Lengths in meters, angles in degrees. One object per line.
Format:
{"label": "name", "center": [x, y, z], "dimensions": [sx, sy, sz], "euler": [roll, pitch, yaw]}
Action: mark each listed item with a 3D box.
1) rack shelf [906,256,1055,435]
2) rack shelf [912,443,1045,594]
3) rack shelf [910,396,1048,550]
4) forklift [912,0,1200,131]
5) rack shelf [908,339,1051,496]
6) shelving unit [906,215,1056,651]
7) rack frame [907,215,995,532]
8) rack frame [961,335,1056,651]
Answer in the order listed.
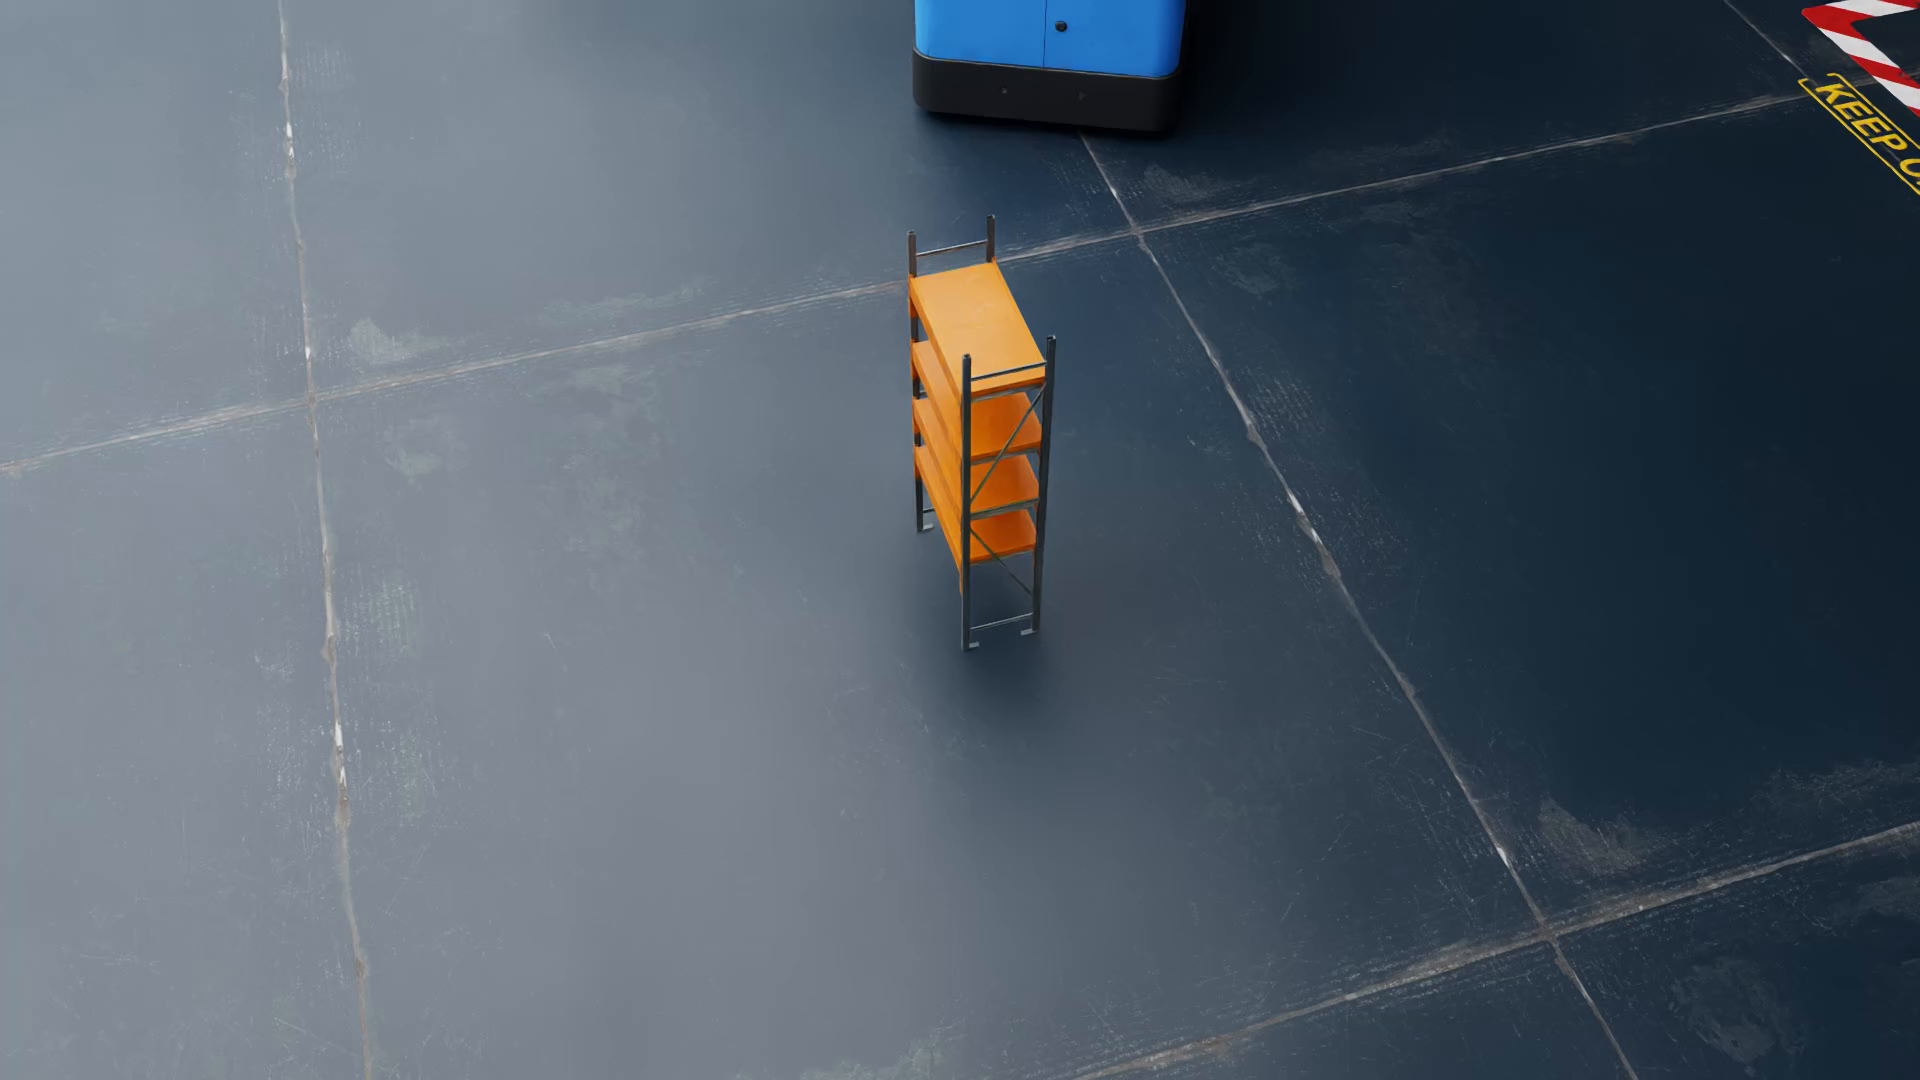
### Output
{"label": "rack shelf", "center": [0.049, -0.519, 4.389], "dimensions": [0.258, 0.148, 0.480], "euler": [-13, 51, -11]}
{"label": "rack shelf", "center": [0.049, -0.094, 4.893], "dimensions": [0.258, 0.148, 0.480], "euler": [-13, 51, -11]}
{"label": "rack shelf", "center": [0.049, -0.222, 4.741], "dimensions": [0.258, 0.148, 0.480], "euler": [-13, 51, -11]}
{"label": "forklift", "center": [0.547, -3.689, 6.443], "dimensions": [1.130, 2.935, 3.031], "euler": [7, 50, 6]}
{"label": "rack shelf", "center": [0.049, -0.367, 4.570], "dimensions": [0.258, 0.148, 0.480], "euler": [-13, 51, -11]}
{"label": "shelving unit", "center": [0.049, -0.266, 4.689], "dimensions": [0.258, 1.200, 0.503], "euler": [-13, 51, -11]}
{"label": "rack frame", "center": [-0.023, -0.444, 4.840], "dimensions": [0.240, 1.200, 0.015], "euler": [-13, 51, -11]}
{"label": "rack frame", "center": [0.121, -0.088, 4.539], "dimensions": [0.240, 1.200, 0.015], "euler": [-13, 51, -11]}
